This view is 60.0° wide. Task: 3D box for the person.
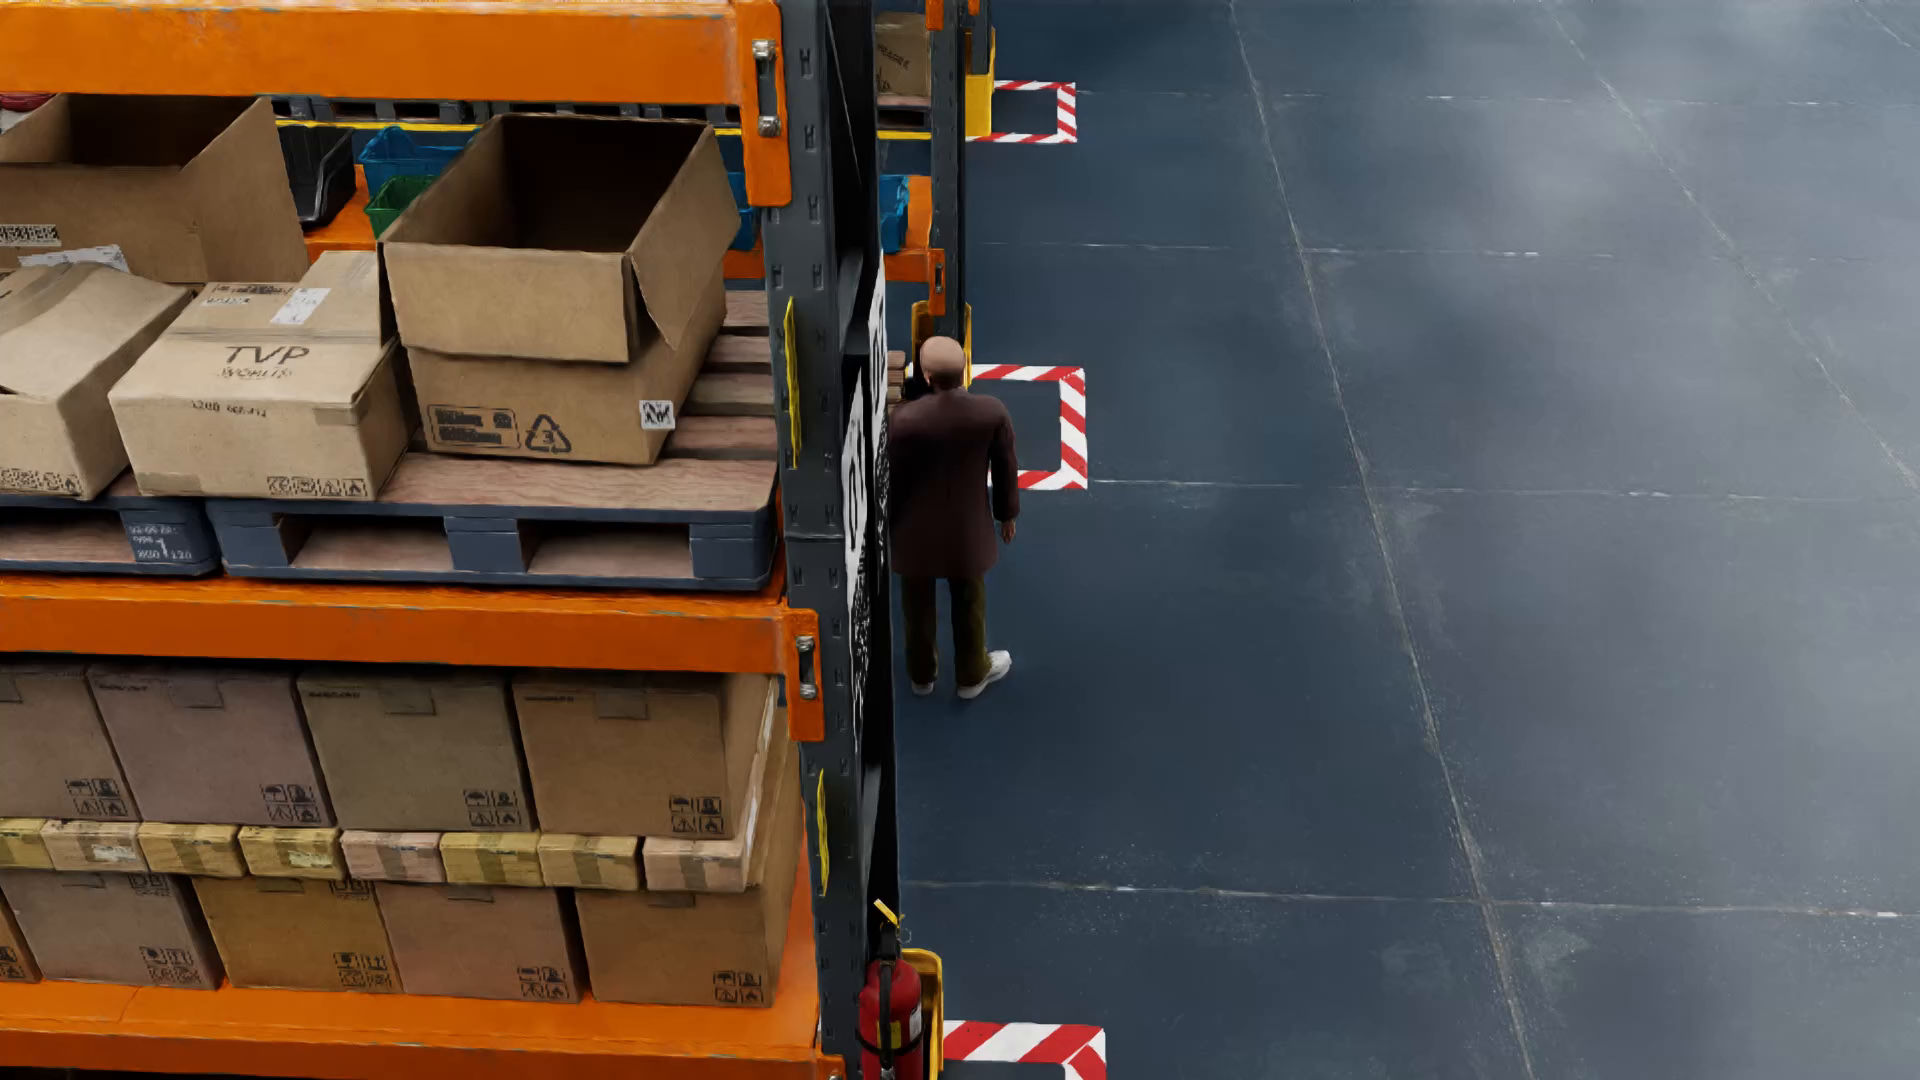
[{"bbox_3d":[-0.070,-0.103,7.227,0.659,1.791,0.421,-5,36,-8],"label":"person"}]
